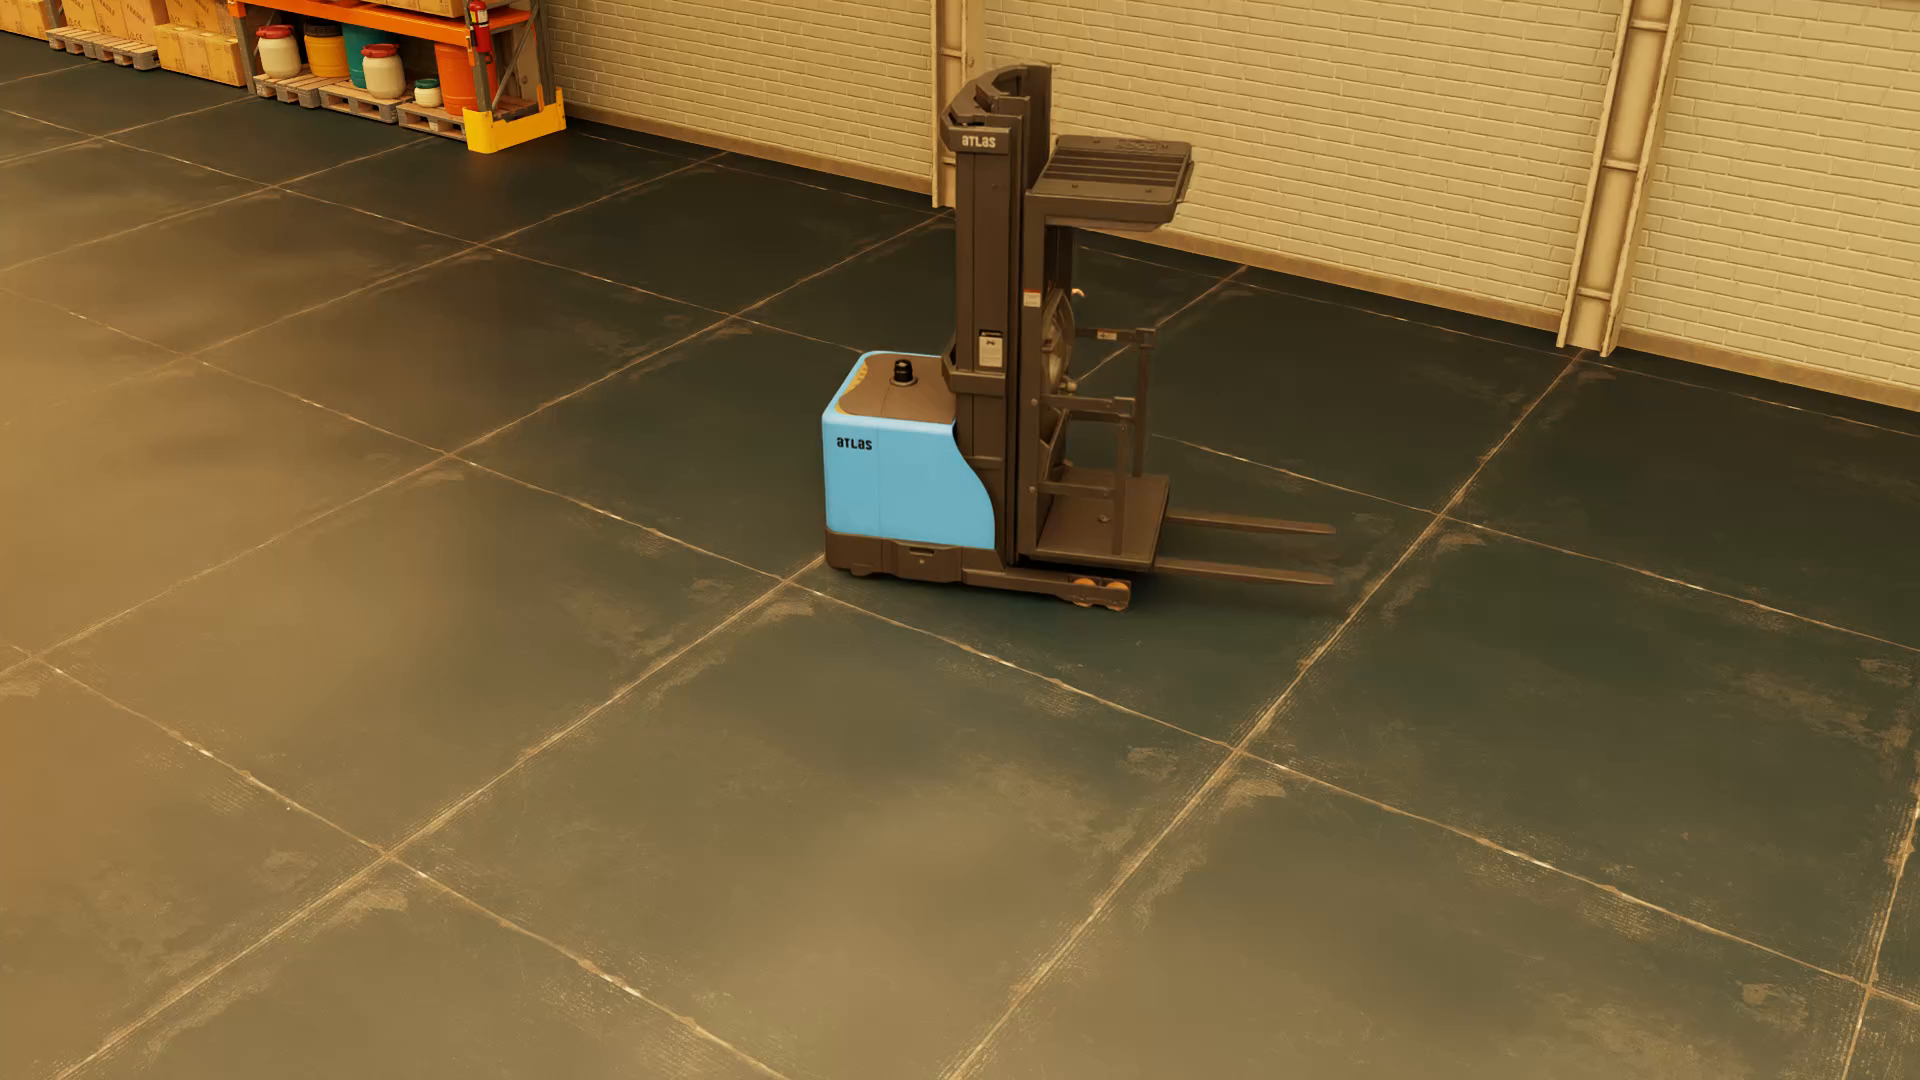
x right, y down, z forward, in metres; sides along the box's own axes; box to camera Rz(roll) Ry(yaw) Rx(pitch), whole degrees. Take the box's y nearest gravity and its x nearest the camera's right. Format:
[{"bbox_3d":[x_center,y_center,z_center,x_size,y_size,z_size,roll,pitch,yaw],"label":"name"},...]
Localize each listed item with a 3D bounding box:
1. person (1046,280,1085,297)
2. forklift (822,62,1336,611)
[{"bbox_3d":[0.489,-1.358,11.400,0.892,1.419,0.878,-11,32,-19],"label":"person"},{"bbox_3d":[0.752,-1.145,9.552,3.031,2.935,1.130,6,31,11],"label":"forklift"}]
